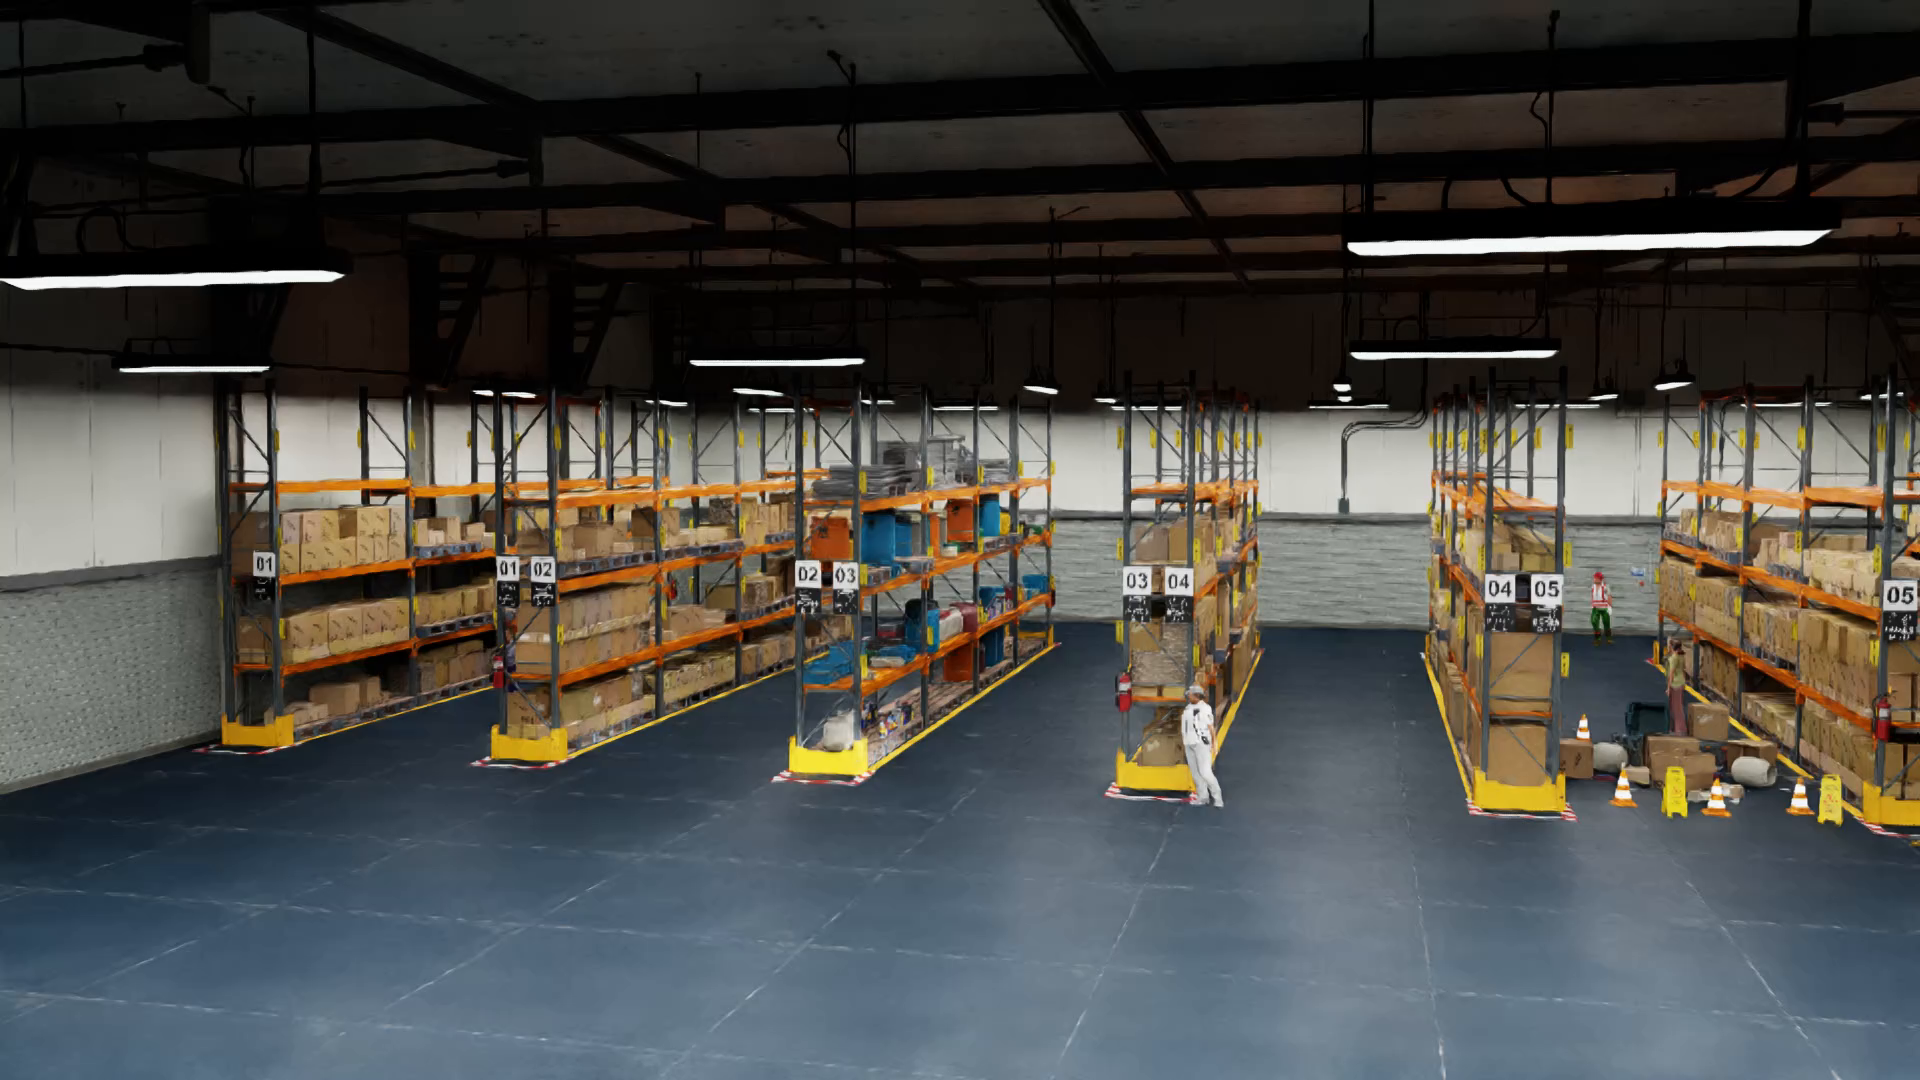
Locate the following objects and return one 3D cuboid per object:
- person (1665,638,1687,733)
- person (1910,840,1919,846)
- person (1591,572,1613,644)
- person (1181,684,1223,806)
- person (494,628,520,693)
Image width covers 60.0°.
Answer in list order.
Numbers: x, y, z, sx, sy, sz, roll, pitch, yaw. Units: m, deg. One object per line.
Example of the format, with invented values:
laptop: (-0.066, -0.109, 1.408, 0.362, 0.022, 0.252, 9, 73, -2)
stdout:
person: (11.981, 2.494, 27.954, 0.569, 1.627, 0.558, 3, 4, 40)
person: (12.079, 2.905, 20.424, 0.704, 1.763, 0.583, -1, 4, -15)
person: (15.781, 1.670, 40.867, 0.573, 1.775, 0.571, -3, 5, -42)
person: (3.332, 2.814, 22.801, 0.481, 1.647, 0.619, -2, 4, -31)
person: (-8.210, 2.395, 30.216, 0.478, 1.562, 0.999, 0, 3, 5)
